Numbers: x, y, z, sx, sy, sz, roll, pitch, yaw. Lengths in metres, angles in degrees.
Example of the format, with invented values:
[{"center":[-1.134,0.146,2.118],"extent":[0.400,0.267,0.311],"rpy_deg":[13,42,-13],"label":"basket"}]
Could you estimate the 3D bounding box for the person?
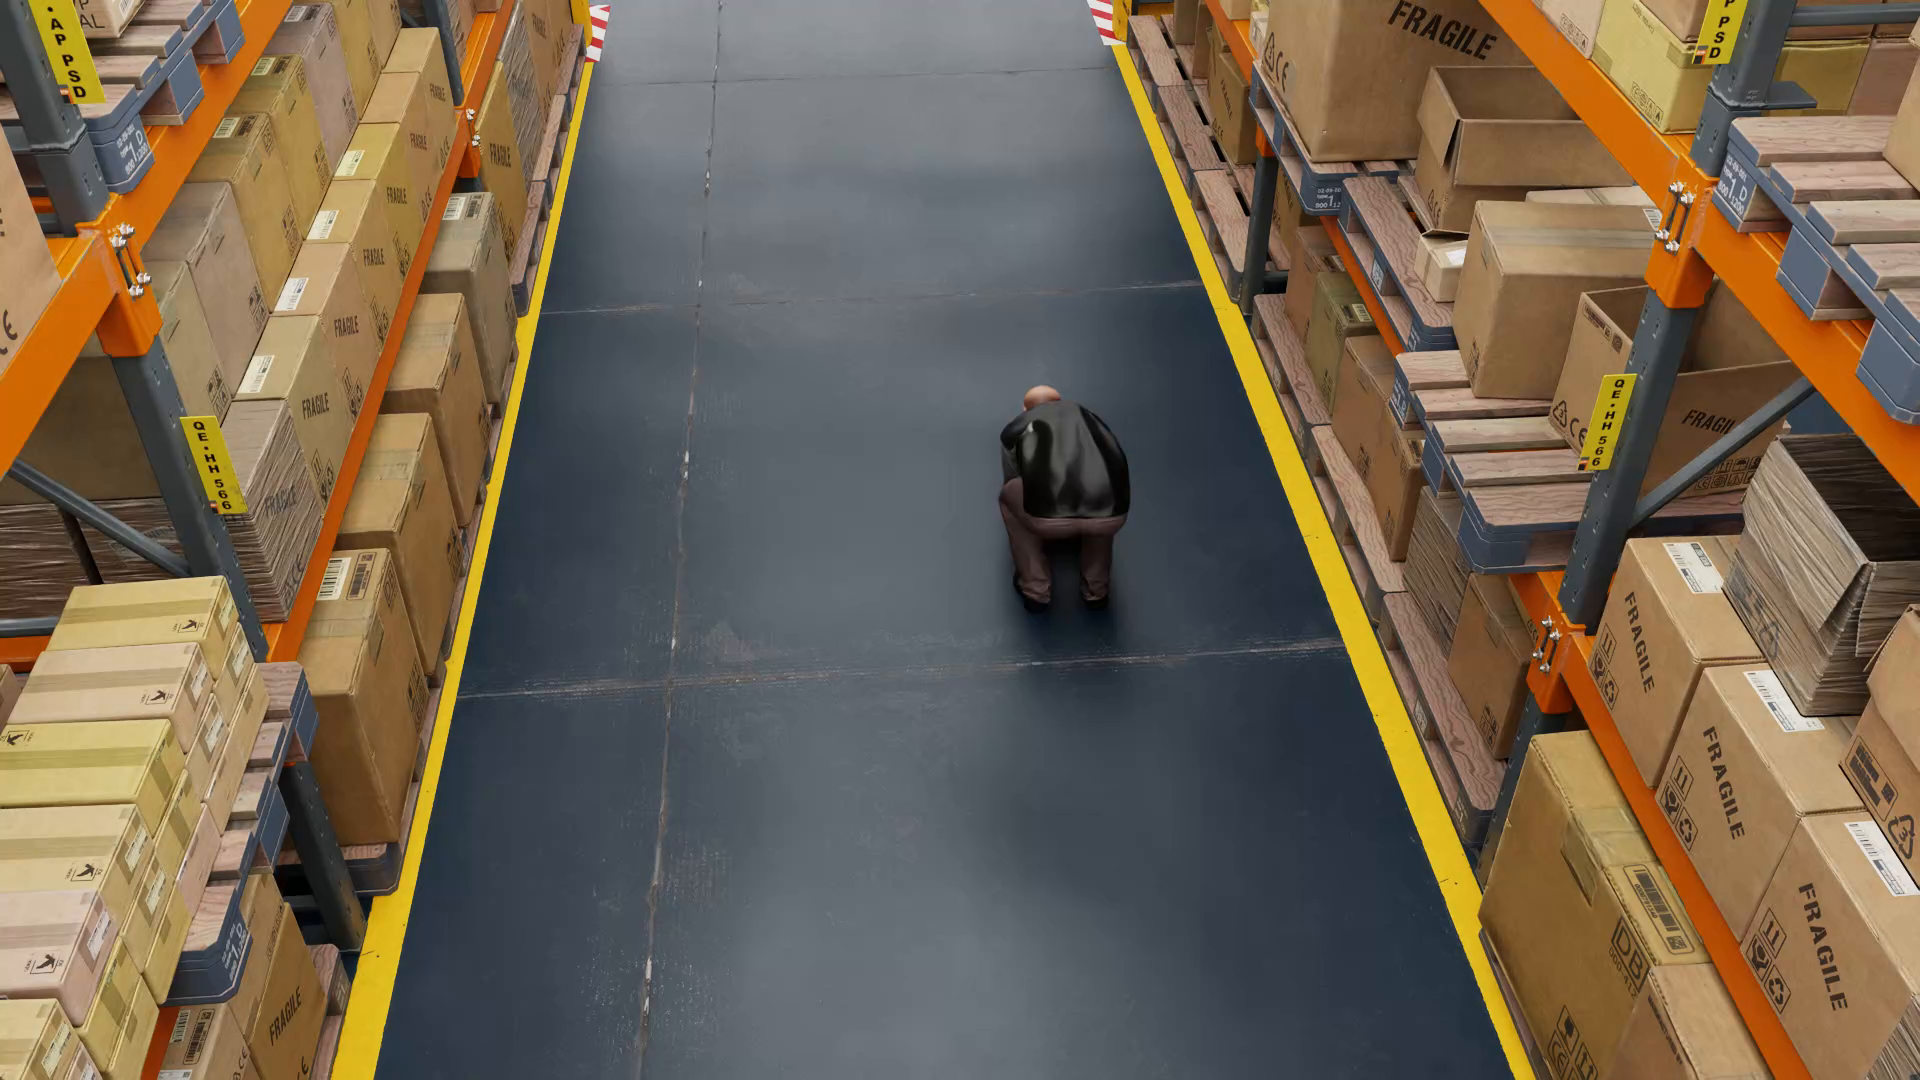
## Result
[{"center":[0.425,-0.201,7.128],"extent":[0.517,0.871,0.953],"rpy_deg":[-4,39,-5],"label":"person"}]
